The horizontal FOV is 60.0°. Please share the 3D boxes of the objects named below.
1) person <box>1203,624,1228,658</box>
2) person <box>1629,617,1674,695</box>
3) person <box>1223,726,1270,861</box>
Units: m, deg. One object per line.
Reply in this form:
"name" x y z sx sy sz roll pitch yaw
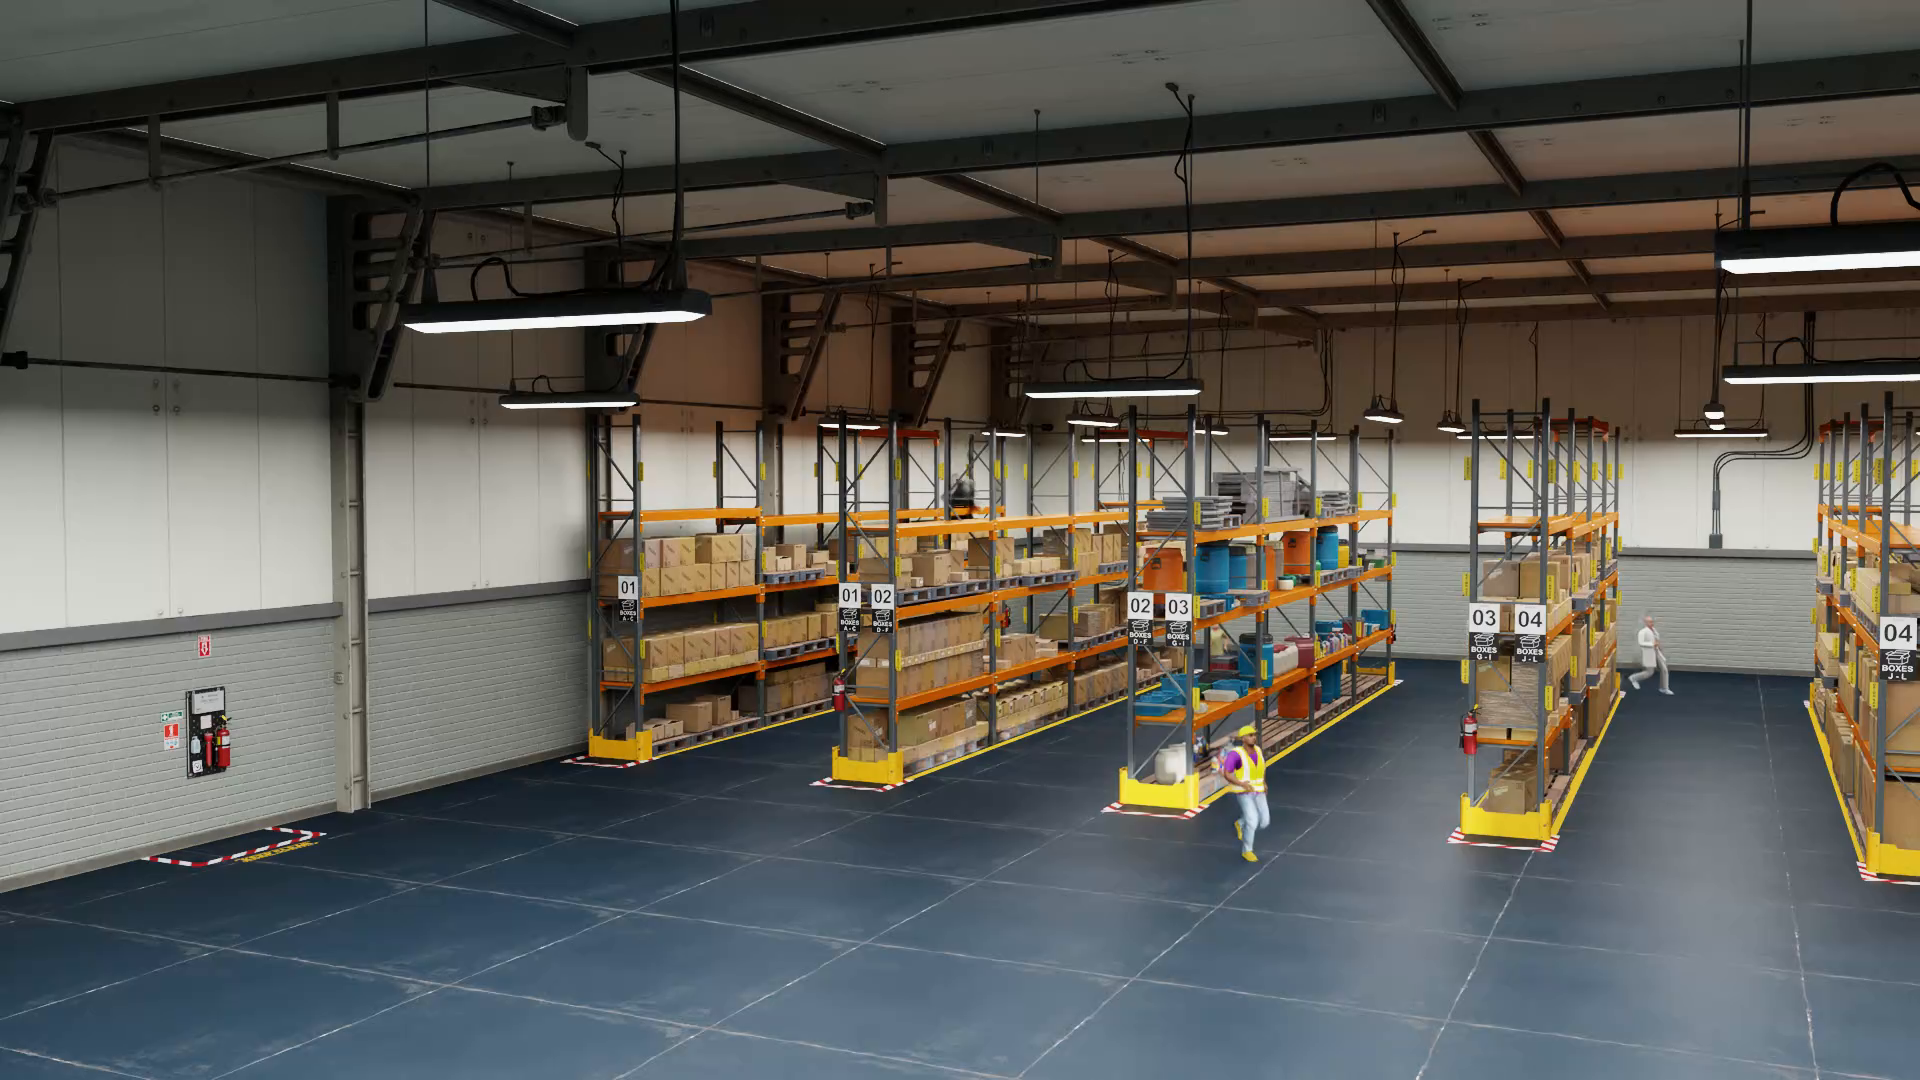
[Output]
"person" 5.764 2.612 37.574 0.547 1.721 0.775 1 2 15
"person" 15.570 2.615 37.571 0.728 1.761 0.936 -2 3 -33
"person" 3.722 3.259 21.547 0.736 1.725 0.612 -2 3 -33
